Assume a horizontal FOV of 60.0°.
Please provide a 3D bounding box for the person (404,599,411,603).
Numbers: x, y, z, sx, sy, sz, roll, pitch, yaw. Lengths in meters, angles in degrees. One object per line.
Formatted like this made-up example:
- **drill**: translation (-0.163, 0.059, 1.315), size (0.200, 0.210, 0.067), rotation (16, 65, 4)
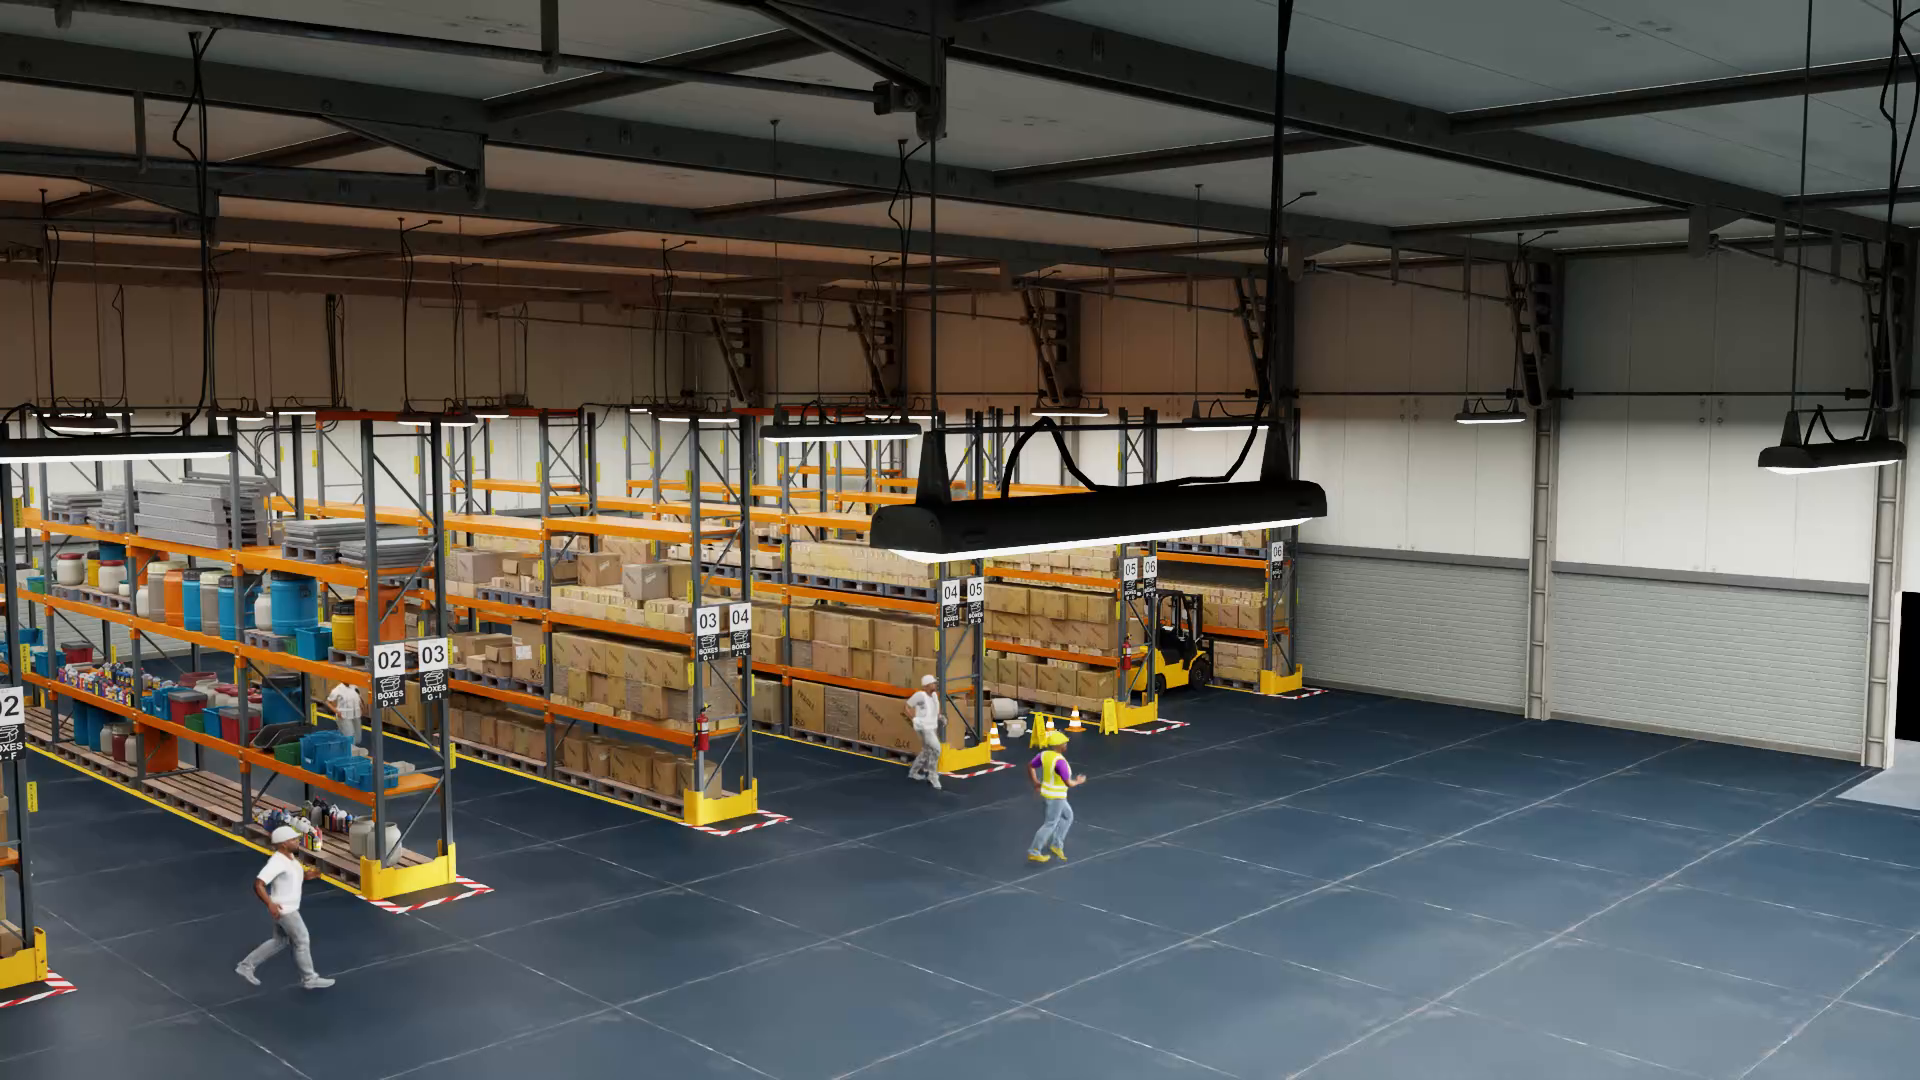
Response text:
- **person**: translation (-12.651, 2.162, 37.928), size (0.642, 1.657, 0.662), rotation (-1, 5, -14)

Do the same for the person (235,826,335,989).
- **person**: translation (-7.120, 3.872, 17.482), size (0.981, 1.750, 0.701), rotation (-2, 5, -18)

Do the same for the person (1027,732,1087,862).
- **person**: translation (1.290, 3.477, 22.357), size (0.823, 1.808, 0.668), rotation (-1, 5, -16)

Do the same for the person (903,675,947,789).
- **person**: translation (-0.534, 3.077, 26.860), size (0.725, 1.817, 0.683), rotation (3, 6, 27)

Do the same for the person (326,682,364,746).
- **person**: translation (-10.395, 3.019, 28.202), size (0.803, 1.632, 0.620), rotation (3, 6, 34)
